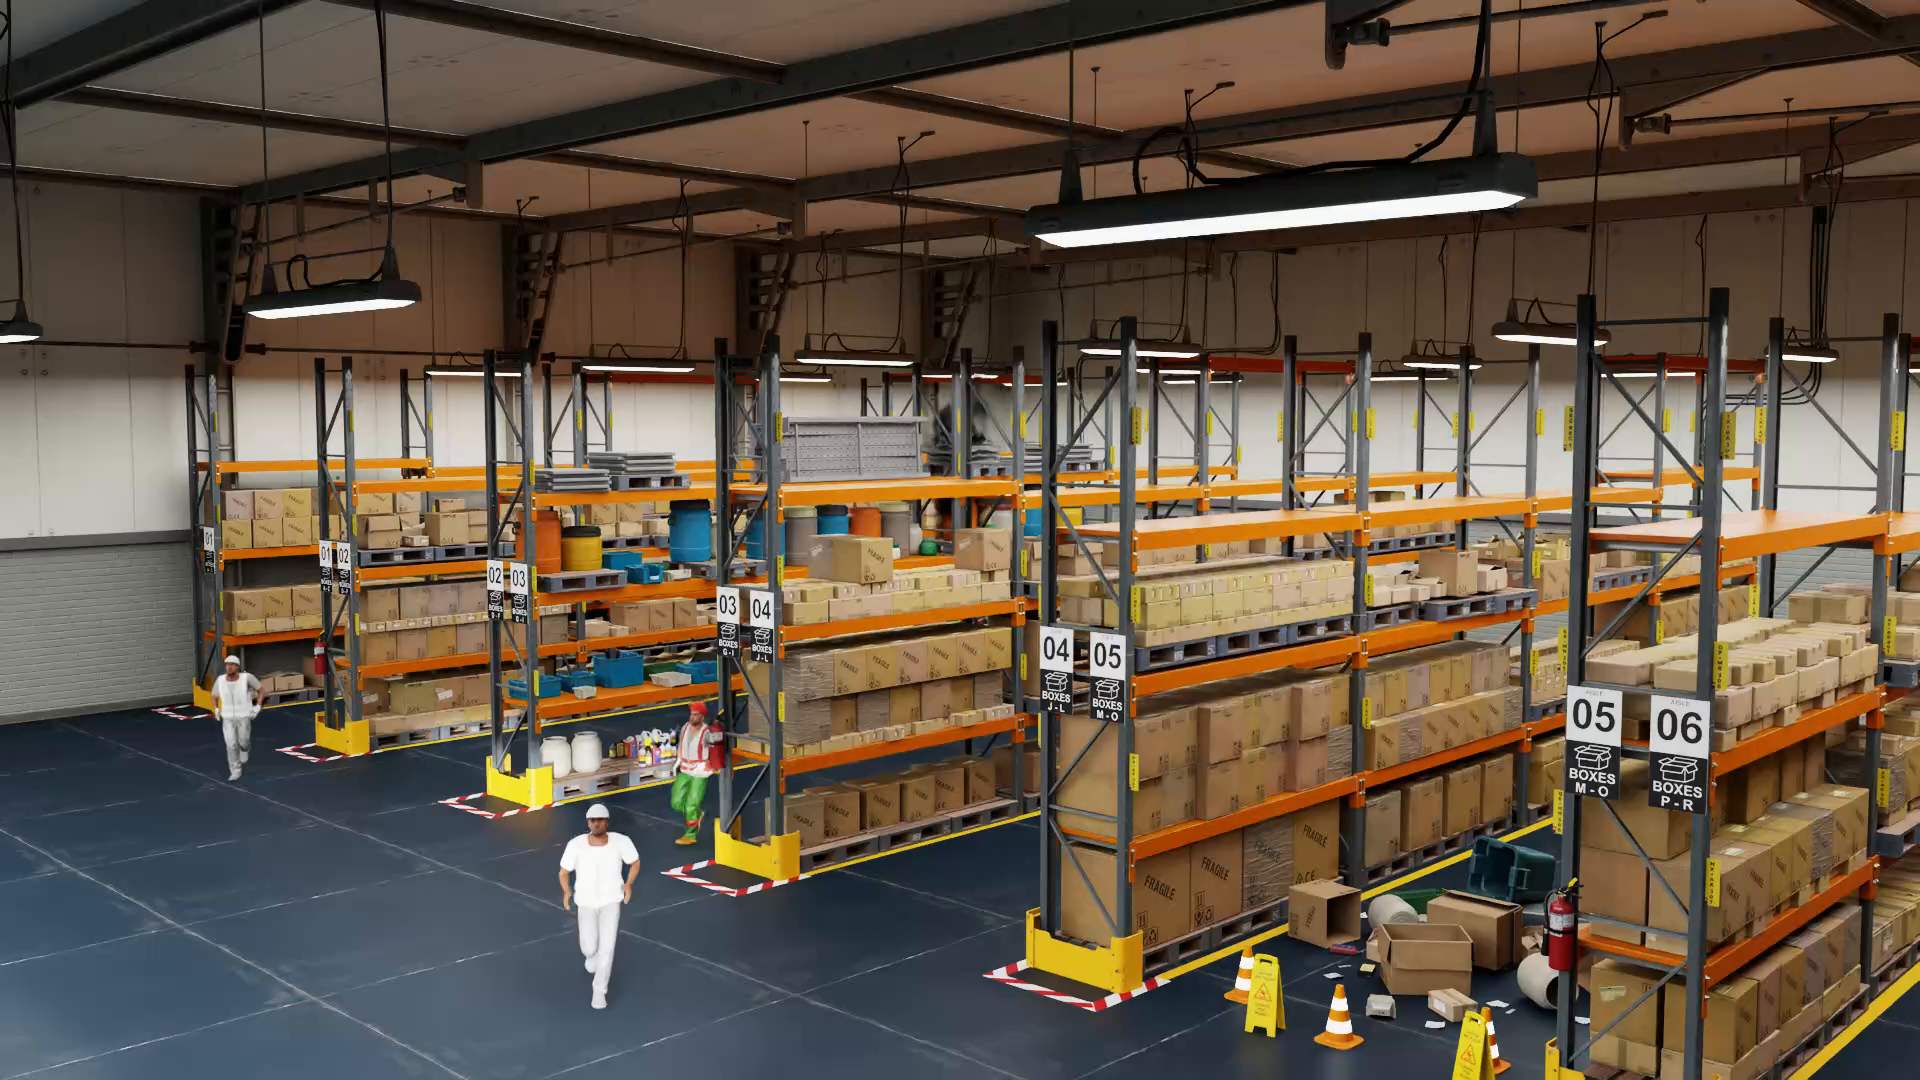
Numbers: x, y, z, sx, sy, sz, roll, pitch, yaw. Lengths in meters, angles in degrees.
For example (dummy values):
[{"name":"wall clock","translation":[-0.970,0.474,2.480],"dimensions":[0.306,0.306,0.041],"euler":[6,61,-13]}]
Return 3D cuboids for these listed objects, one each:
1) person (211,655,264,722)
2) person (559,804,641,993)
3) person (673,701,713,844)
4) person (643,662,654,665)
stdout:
[{"name":"person","translation":[5.798,2.510,23.355],"dimensions":[32.048,1.752,8.352],"euler":[-1,4,-11]},{"name":"person","translation":[-3.181,3.147,14.710],"dimensions":[0.707,1.661,0.623],"euler":[-1,4,-9]},{"name":"person","translation":[-3.130,2.783,19.884],"dimensions":[0.678,1.740,0.591],"euler":[2,5,29]},{"name":"person","translation":[-2.181,2.831,15.863],"dimensions":[17.732,1.334,22.560],"euler":[2,5,24]}]
